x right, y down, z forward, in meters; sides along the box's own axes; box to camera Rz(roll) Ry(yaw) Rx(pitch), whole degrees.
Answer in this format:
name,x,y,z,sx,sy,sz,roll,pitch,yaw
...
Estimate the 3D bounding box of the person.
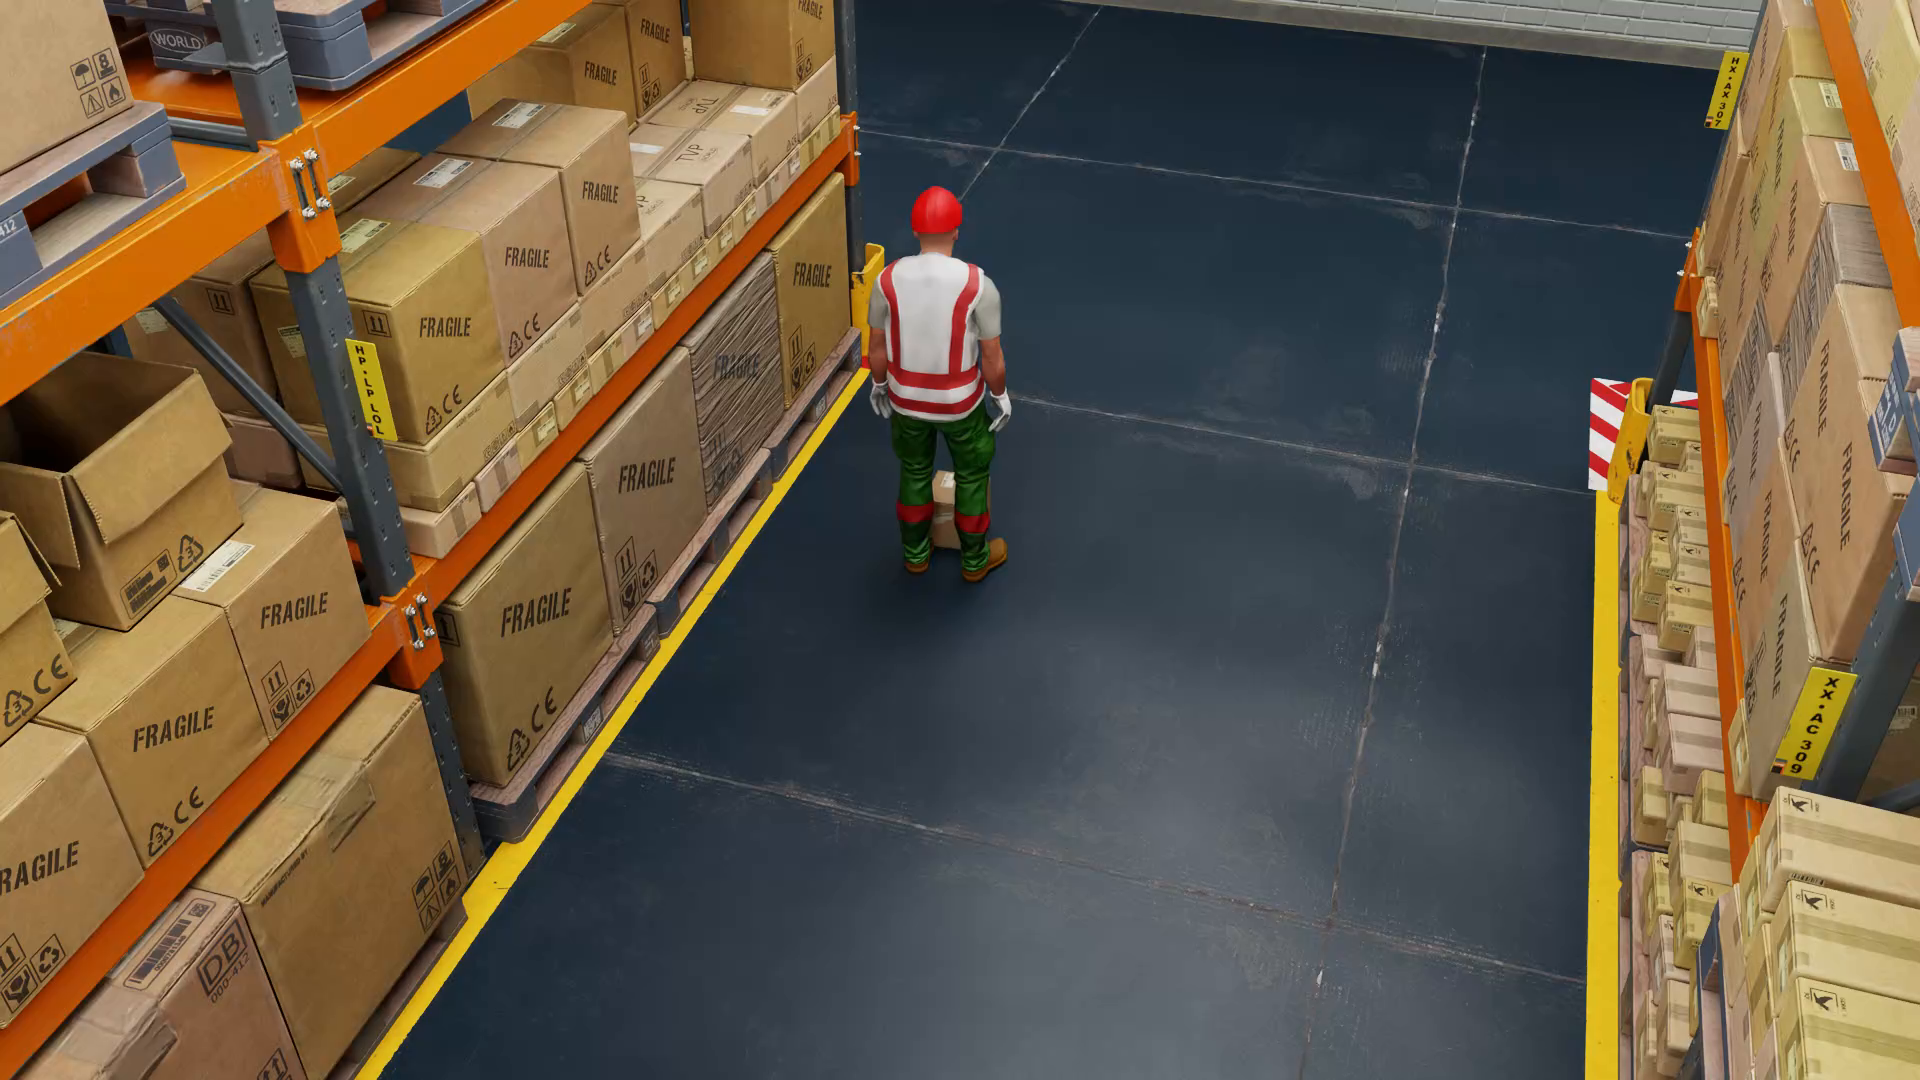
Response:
name,x,y,z,sx,sy,sz,roll,pitch,yaw
person,-4.861,1.937,3.541,7.718,1.777,11.115,9,38,12
